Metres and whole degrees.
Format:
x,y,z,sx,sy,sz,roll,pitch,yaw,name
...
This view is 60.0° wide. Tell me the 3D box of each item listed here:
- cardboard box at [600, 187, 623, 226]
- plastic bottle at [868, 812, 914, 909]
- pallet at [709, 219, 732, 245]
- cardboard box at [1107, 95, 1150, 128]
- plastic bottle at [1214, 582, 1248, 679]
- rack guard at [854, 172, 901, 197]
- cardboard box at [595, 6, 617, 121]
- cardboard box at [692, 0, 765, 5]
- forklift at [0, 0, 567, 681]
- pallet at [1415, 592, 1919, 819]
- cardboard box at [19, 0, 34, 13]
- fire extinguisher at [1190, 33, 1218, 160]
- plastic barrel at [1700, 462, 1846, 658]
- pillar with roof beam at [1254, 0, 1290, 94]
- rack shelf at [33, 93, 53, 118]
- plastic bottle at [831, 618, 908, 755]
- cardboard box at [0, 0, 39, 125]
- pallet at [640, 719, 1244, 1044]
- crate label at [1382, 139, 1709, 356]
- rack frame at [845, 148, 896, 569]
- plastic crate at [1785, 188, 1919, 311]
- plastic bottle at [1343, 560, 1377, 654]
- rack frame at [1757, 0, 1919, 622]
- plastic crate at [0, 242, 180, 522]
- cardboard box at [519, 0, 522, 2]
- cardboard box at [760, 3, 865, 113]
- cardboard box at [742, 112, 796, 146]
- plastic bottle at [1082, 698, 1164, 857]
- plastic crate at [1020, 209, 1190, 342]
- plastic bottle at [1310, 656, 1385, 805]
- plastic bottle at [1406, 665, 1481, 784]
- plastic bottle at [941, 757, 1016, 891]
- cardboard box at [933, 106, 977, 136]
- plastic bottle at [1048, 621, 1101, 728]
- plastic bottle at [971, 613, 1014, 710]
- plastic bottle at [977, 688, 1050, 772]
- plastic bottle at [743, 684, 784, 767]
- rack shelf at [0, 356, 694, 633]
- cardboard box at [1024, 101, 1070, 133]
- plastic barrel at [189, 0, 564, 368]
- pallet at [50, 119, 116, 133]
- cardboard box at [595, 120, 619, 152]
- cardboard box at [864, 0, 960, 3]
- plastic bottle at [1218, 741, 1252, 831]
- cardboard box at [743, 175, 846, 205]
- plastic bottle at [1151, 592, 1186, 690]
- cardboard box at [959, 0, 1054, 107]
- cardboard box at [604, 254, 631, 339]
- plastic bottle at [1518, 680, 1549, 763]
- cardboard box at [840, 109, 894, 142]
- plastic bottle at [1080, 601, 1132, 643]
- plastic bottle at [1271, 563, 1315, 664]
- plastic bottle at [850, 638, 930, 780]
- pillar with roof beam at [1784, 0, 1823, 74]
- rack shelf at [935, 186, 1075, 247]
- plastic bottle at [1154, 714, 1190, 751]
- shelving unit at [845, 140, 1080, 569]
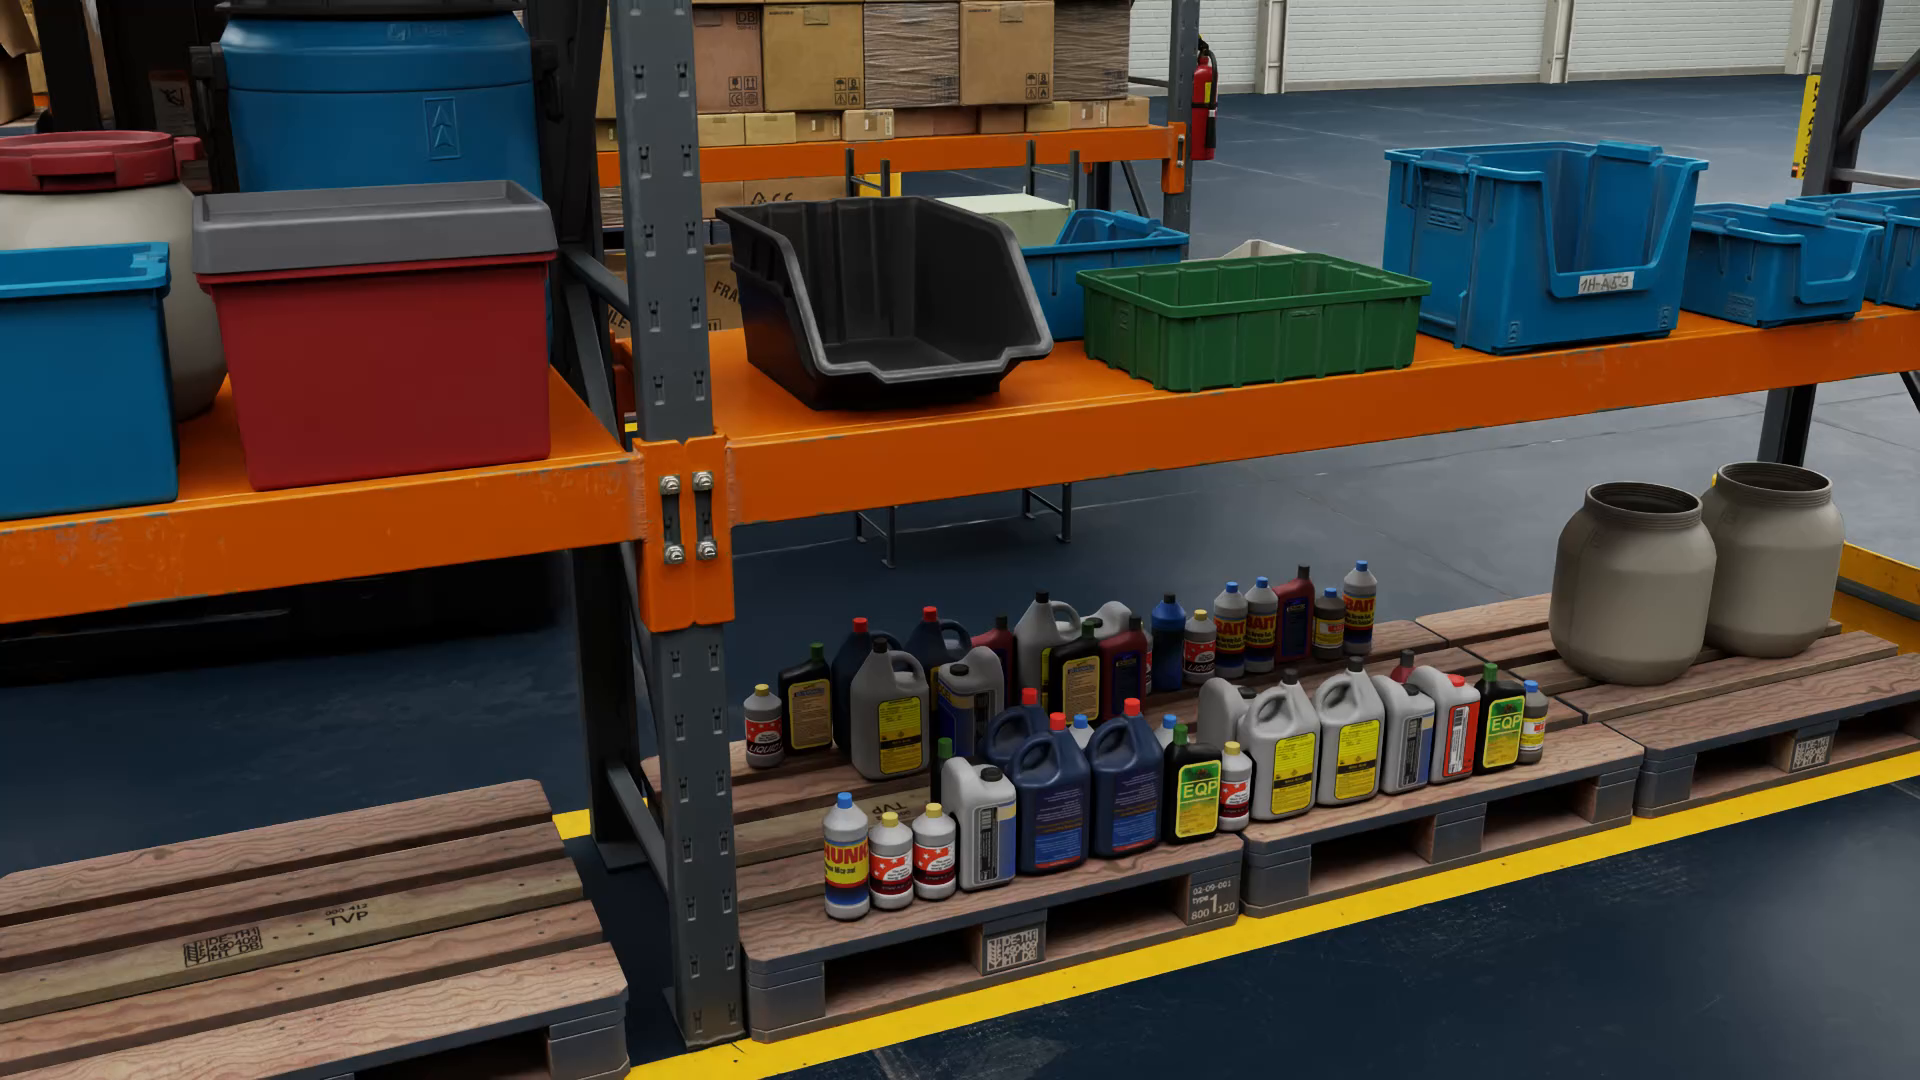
x,y,z,sx,sy,sz,roll,pitch,yaw,name
-3.112,-2.917,12.857,0.875,0.875,0.875,-8,21,-22,cardboard box
-0.150,0.687,3.605,0.097,0.201,0.097,0,19,0,plastic bottle
-1.574,-2.622,13.651,1.213,0.211,1.003,-8,21,-22,pallet
0.821,-2.321,8.977,0.250,0.149,0.380,-8,21,-22,cardboard box
0.768,0.251,4.738,0.097,0.271,0.097,0,19,0,plastic bottle
-0.849,-2.890,13.978,0.348,0.500,1.175,-8,21,-22,rack guard
-1.761,-2.297,7.931,0.500,0.500,0.875,-8,21,-22,cardboard box
-1.240,-2.787,7.816,0.500,0.500,0.500,-8,21,-22,cardboard box
-2.928,-1.116,5.277,3.031,2.935,1.130,-5,20,-14,forklift
2.164,0.415,5.026,1.213,0.211,1.003,-8,21,-22,pallet
-6.397,-3.791,11.116,0.500,0.500,0.700,-8,21,-22,cardboard box
1.289,-2.378,8.877,0.183,0.674,0.296,-8,21,-22,fire extinguisher
2.389,0.055,4.962,0.421,0.512,0.421,0,19,0,plastic barrel
6.834,-10.354,22.380,0.400,9.000,9.100,-8,21,-22,pillar with roof beam
-6.380,-2.938,11.432,4.000,0.370,1.077,-8,21,-22,rack shelf
-0.233,0.366,4.293,0.185,0.351,0.144,-9,21,-23,plastic bottle
-4.227,-2.005,6.911,0.637,0.503,0.797,-6,20,-16,cardboard box
-0.077,0.736,4.114,1.213,0.211,1.003,-8,21,-22,pallet
1.380,-0.722,4.003,0.616,0.435,0.502,-8,21,-22,crate label
-0.330,-0.660,6.139,0.023,1.500,0.400,-8,21,-22,rack frame
2.622,-0.803,4.509,0.616,0.251,0.499,-8,21,-22,plastic crate
1.175,0.193,4.903,0.097,0.271,0.097,0,19,0,plastic bottle
2.963,-1.030,4.931,0.127,3.000,1.000,-8,21,-22,rack frame
-1.600,-0.256,2.757,0.575,0.384,0.392,-8,21,-22,plastic crate
-2.158,-2.655,7.442,0.500,0.500,0.500,-8,21,-22,cardboard box
-0.866,-2.447,8.356,0.500,0.500,0.875,-8,21,-22,cardboard box
-0.983,-2.034,8.159,0.250,0.149,0.380,-8,21,-22,cardboard box
0.369,0.534,3.816,0.185,0.351,0.144,-9,21,-24,plastic bottle
0.199,-0.662,4.110,0.616,0.251,0.499,-8,21,-22,plastic crate
0.930,0.453,4.044,0.185,0.351,0.144,-7,21,-20,plastic bottle
1.208,0.447,4.174,0.135,0.276,0.152,-8,21,-22,plastic bottle
0.042,0.614,3.699,0.135,0.276,0.152,-7,21,-20,plastic bottle
-0.099,-2.192,8.608,0.250,0.149,0.380,-8,21,-22,cardboard box
0.304,0.358,4.418,0.133,0.283,0.061,-8,21,-22,plastic bottle
0.077,0.338,4.473,0.133,0.283,0.061,-7,20,-18,plastic bottle
0.139,0.515,3.870,0.185,0.351,0.144,-8,21,-22,plastic bottle
-0.500,0.466,4.233,0.097,0.201,0.097,0,19,0,plastic bottle
-2.546,0.099,2.808,4.000,0.370,1.077,-8,21,-22,rack shelf
0.382,-2.240,8.746,0.250,0.149,0.380,-8,21,-22,cardboard box
-1.185,-0.782,3.471,0.708,0.901,0.600,-8,21,-22,plastic barrel
-3.431,-1.867,7.598,1.213,0.211,1.003,-8,21,-22,pallet
-1.676,-1.938,7.889,0.250,0.149,0.380,-8,21,-22,cardboard box
-0.323,-2.919,8.192,0.500,0.500,0.500,-8,21,-22,cardboard box
0.638,0.574,3.926,0.097,0.201,0.097,0,19,0,plastic bottle
-1.467,-3.153,13.526,0.875,0.875,0.875,-8,21,-22,cardboard box
0.582,0.278,4.662,0.097,0.271,0.097,0,19,0,plastic bottle
0.074,-2.561,8.682,0.500,0.500,0.875,-8,21,-22,cardboard box
-1.766,-1.151,8.407,0.500,0.500,0.500,-2,19,-5,cardboard box
1.450,0.458,4.256,0.097,0.201,0.097,0,19,0,plastic bottle
-0.515,-2.092,8.325,0.250,0.149,0.380,-8,21,-22,cardboard box
0.391,0.313,4.555,0.135,0.276,0.152,-8,21,-21,plastic bottle
0.960,0.211,4.832,0.133,0.283,0.061,-8,21,-21,plastic bottle
-0.176,0.410,4.168,0.185,0.351,0.144,-8,21,-22,plastic bottle
17.852,-11.933,26.863,0.400,9.000,9.100,-8,21,-22,pillar with roof beam
0.006,-1.076,6.146,0.720,0.370,0.431,-8,21,-22,rack shelf
0.489,0.540,3.916,0.097,0.271,0.097,0,19,0,plastic bottle
0.006,-0.708,6.275,0.755,1.500,0.431,-8,21,-22,shelving unit
